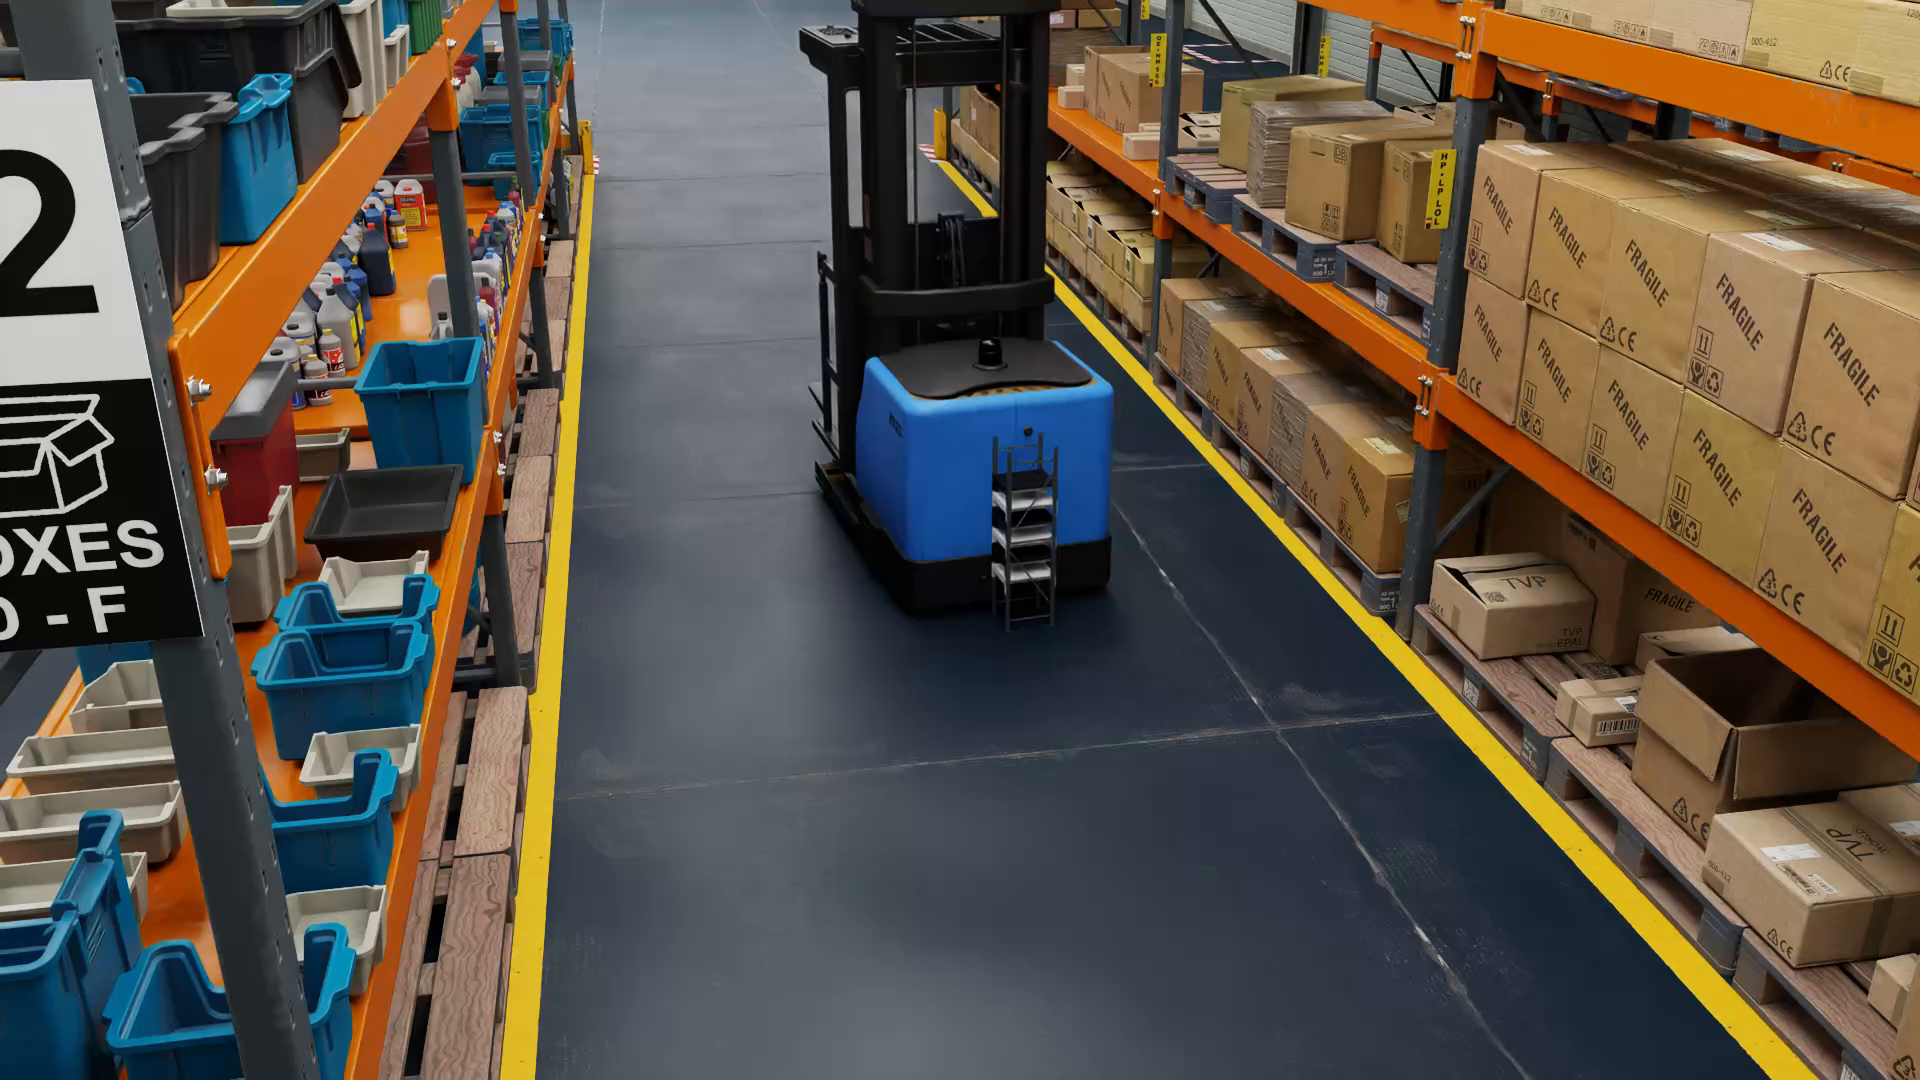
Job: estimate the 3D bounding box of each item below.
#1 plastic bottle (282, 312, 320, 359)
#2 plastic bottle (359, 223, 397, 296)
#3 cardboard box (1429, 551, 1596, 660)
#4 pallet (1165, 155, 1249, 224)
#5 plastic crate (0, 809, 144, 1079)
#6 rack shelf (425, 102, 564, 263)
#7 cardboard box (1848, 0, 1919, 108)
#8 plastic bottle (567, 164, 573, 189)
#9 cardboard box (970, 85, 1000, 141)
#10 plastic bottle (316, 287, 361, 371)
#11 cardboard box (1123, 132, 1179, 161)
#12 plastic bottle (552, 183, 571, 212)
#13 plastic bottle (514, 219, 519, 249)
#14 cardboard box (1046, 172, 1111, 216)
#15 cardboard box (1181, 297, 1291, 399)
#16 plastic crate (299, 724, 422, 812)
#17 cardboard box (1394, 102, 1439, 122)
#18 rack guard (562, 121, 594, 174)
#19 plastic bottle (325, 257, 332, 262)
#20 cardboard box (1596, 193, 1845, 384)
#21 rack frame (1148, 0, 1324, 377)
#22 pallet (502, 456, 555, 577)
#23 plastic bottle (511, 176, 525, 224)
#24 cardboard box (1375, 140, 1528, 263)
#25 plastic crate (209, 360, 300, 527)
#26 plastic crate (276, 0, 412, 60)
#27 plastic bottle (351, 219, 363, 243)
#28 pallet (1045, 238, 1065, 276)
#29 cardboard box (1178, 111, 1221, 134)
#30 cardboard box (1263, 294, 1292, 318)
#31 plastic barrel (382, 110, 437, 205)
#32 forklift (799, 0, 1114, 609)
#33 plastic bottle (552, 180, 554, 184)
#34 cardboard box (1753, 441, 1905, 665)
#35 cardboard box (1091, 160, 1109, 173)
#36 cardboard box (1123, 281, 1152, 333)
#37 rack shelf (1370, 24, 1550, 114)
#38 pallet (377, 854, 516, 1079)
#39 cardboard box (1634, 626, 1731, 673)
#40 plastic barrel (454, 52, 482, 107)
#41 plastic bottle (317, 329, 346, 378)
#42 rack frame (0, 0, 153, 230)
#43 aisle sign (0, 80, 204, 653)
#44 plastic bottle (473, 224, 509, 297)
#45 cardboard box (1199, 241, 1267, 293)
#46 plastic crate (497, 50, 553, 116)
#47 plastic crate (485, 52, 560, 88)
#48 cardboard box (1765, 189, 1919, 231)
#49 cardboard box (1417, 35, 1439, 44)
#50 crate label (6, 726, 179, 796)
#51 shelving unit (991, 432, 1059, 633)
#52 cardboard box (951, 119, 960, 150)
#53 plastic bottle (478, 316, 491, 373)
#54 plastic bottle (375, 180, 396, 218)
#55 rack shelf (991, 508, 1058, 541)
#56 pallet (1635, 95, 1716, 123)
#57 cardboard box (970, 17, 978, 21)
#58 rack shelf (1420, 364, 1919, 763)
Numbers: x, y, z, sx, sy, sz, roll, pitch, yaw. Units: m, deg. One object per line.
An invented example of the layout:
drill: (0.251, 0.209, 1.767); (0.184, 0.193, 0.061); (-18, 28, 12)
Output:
plastic bottle: (-2.796, -0.813, 7.018); (0.152, 0.276, 0.135); (-4, 24, -10)
plastic bottle: (-2.908, -1.407, 8.286); (0.144, 0.351, 0.185); (-4, 24, -10)
cardboard box: (2.396, 0.252, 7.236); (0.500, 0.311, 0.500); (-4, 24, -10)
pallet: (1.986, -2.184, 10.243); (1.213, 0.211, 1.003); (-4, 24, -10)
plastic crate: (-1.843, 0.817, 3.013); (0.616, 0.435, 0.499); (-4, 24, -10)
rack shelf: (-3.447, -2.625, 11.912); (1.077, 0.370, 4.000); (-4, 24, -10)
cardboard box: (2.730, -1.268, 4.346); (0.500, 0.250, 0.500); (-4, 24, -10)
plastic bottle: (-3.741, -3.423, 15.692); (0.152, 0.276, 0.135); (-5, 24, -11)
cardboard box: (0.392, -4.336, 16.905); (0.500, 0.500, 0.500); (-4, 24, -10)
plastic bottle: (-2.687, -0.920, 7.171); (0.144, 0.351, 0.185); (-4, 24, -10)
cardboard box: (1.354, -2.752, 11.616); (0.380, 0.149, 0.250); (-4, 24, -10)
plastic bottle: (-3.558, -3.077, 14.809); (0.144, 0.351, 0.185); (-4, 24, -8)
plastic bottle: (-2.483, -1.697, 9.137); (0.097, 0.201, 0.097); (0, 24, 0)
cardboard box: (0.971, -2.918, 13.893); (0.500, 0.311, 0.500); (-5, 24, -10)
cardboard box: (1.697, -1.184, 10.286); (0.500, 0.500, 0.500); (-5, 24, -12)
plastic crate: (-1.423, 0.551, 3.995); (0.250, 0.136, 0.298); (-4, 24, -10)
cardboard box: (5.219, -4.739, 18.662); (0.500, 0.311, 0.500); (-7, 25, -16)
rack guard: (-4.496, -4.143, 17.611); (1.175, 0.500, 0.348); (-4, 24, -10)
plastic bottle: (-3.044, -1.246, 8.002); (0.061, 0.283, 0.133); (-4, 24, -10)
cardboard box: (2.532, -0.853, 5.581); (0.500, 0.500, 0.500); (-5, 24, -11)
rack frame: (1.791, -2.533, 10.803); (1.000, 3.000, 0.127); (-4, 24, -10)
pallet: (-2.668, -0.104, 8.725); (1.003, 0.211, 1.213); (-4, 24, -10)
plastic bottle: (-2.583, -1.987, 9.698); (0.061, 0.283, 0.133); (-4, 24, -10)
cardboard box: (2.474, -1.667, 8.169); (0.700, 0.500, 0.500); (-1, 24, -1)
plastic crate: (-2.419, -0.282, 5.493); (0.402, 0.464, 0.583); (-4, 24, -10)
plastic crate: (-1.855, -1.558, 5.032); (0.416, 0.233, 0.300); (-4, 24, -10)
plastic bottle: (-3.167, -1.542, 8.694); (0.097, 0.271, 0.097); (0, 24, 0)
pallet: (1.226, -2.542, 14.306); (1.003, 0.211, 1.213); (-4, 24, -10)
cardboard box: (1.816, -2.859, 11.659); (0.500, 0.311, 0.500); (-5, 24, -10)
cardboard box: (2.195, -1.239, 10.412); (0.500, 0.500, 0.500); (-3, 24, -8)
plastic barrel: (-3.461, -2.391, 10.306); (0.600, 0.536, 0.708); (-4, 24, -10)
forklift: (-0.183, -1.583, 8.713); (1.130, 2.935, 3.031); (-7, 25, -16)
plastic bottle: (-3.657, -3.170, 15.121); (0.097, 0.271, 0.097); (0, 24, 0)
cardboard box: (2.734, 0.011, 4.852); (0.500, 0.500, 0.500); (-4, 24, -9)
cardboard box: (1.408, -3.158, 14.443); (0.500, 0.311, 0.500); (-4, 24, -10)
cardboard box: (1.454, -1.655, 11.702); (0.500, 0.250, 0.500); (-4, 24, -8)
rack shelf: (5.550, -4.932, 17.193); (1.077, 0.370, 4.000); (-4, 24, -10)
pallet: (-1.934, 1.450, 5.166); (1.003, 0.211, 1.213); (-4, 24, -10)
cardboard box: (3.044, 0.491, 6.890); (0.380, 0.149, 0.250); (-4, 24, -10)
plastic barrel: (-3.855, -3.411, 12.643); (0.433, 0.535, 0.433); (0, 24, 0)
plastic bottle: (-2.676, -0.795, 7.071); (0.097, 0.201, 0.097); (0, 24, 0)
rack frame: (-1.598, -1.771, 1.561); (1.000, 3.000, 0.127); (-4, 24, -10)
aisle sign: (-1.293, -0.207, 2.227); (0.394, 0.787, 0.004); (-4, 24, -10)
plastic bottle: (-2.324, -1.378, 8.218); (0.144, 0.351, 0.185); (-4, 24, -10)
cardboard box: (1.983, -1.950, 11.678); (0.500, 0.311, 0.500); (-4, 24, -8)
plastic crate: (-3.427, -3.603, 13.172); (0.402, 0.464, 0.583); (-4, 24, -10)
plastic crate: (-3.789, -3.928, 14.075); (0.767, 0.338, 0.504); (-4, 24, -10)
cardboard box: (3.069, -0.885, 5.654); (0.500, 0.500, 0.500); (-4, 24, -9)
cardboard box: (5.156, -5.369, 17.458); (0.500, 0.250, 0.500); (-5, 24, -11)
crate label: (-2.041, 0.542, 4.017); (0.396, 0.136, 0.243); (-4, 24, -10)
shelving unit: (0.296, -0.032, 7.699); (0.258, 0.900, 0.210); (-7, 25, -16)
cardboard box: (0.193, -4.385, 17.953); (0.500, 0.250, 0.500); (-4, 24, -10)
plastic bottle: (-2.068, -0.846, 7.101); (0.097, 0.271, 0.097); (0, 24, 0)
plastic bottle: (-3.315, -1.917, 9.547); (0.152, 0.276, 0.135); (-4, 24, -10)
rack shelf: (0.296, -0.084, 7.676); (0.258, 0.077, 0.200); (-7, 25, -16)
pallet: (6.253, -3.589, 13.460); (1.003, 0.211, 1.213); (-4, 24, -10)
cardboard box: (0.488, -5.335, 17.093); (0.700, 0.500, 0.500); (-4, 24, -8)
rack shelf: (2.901, 0.156, 5.543); (1.077, 0.370, 4.000); (-4, 24, -10)
